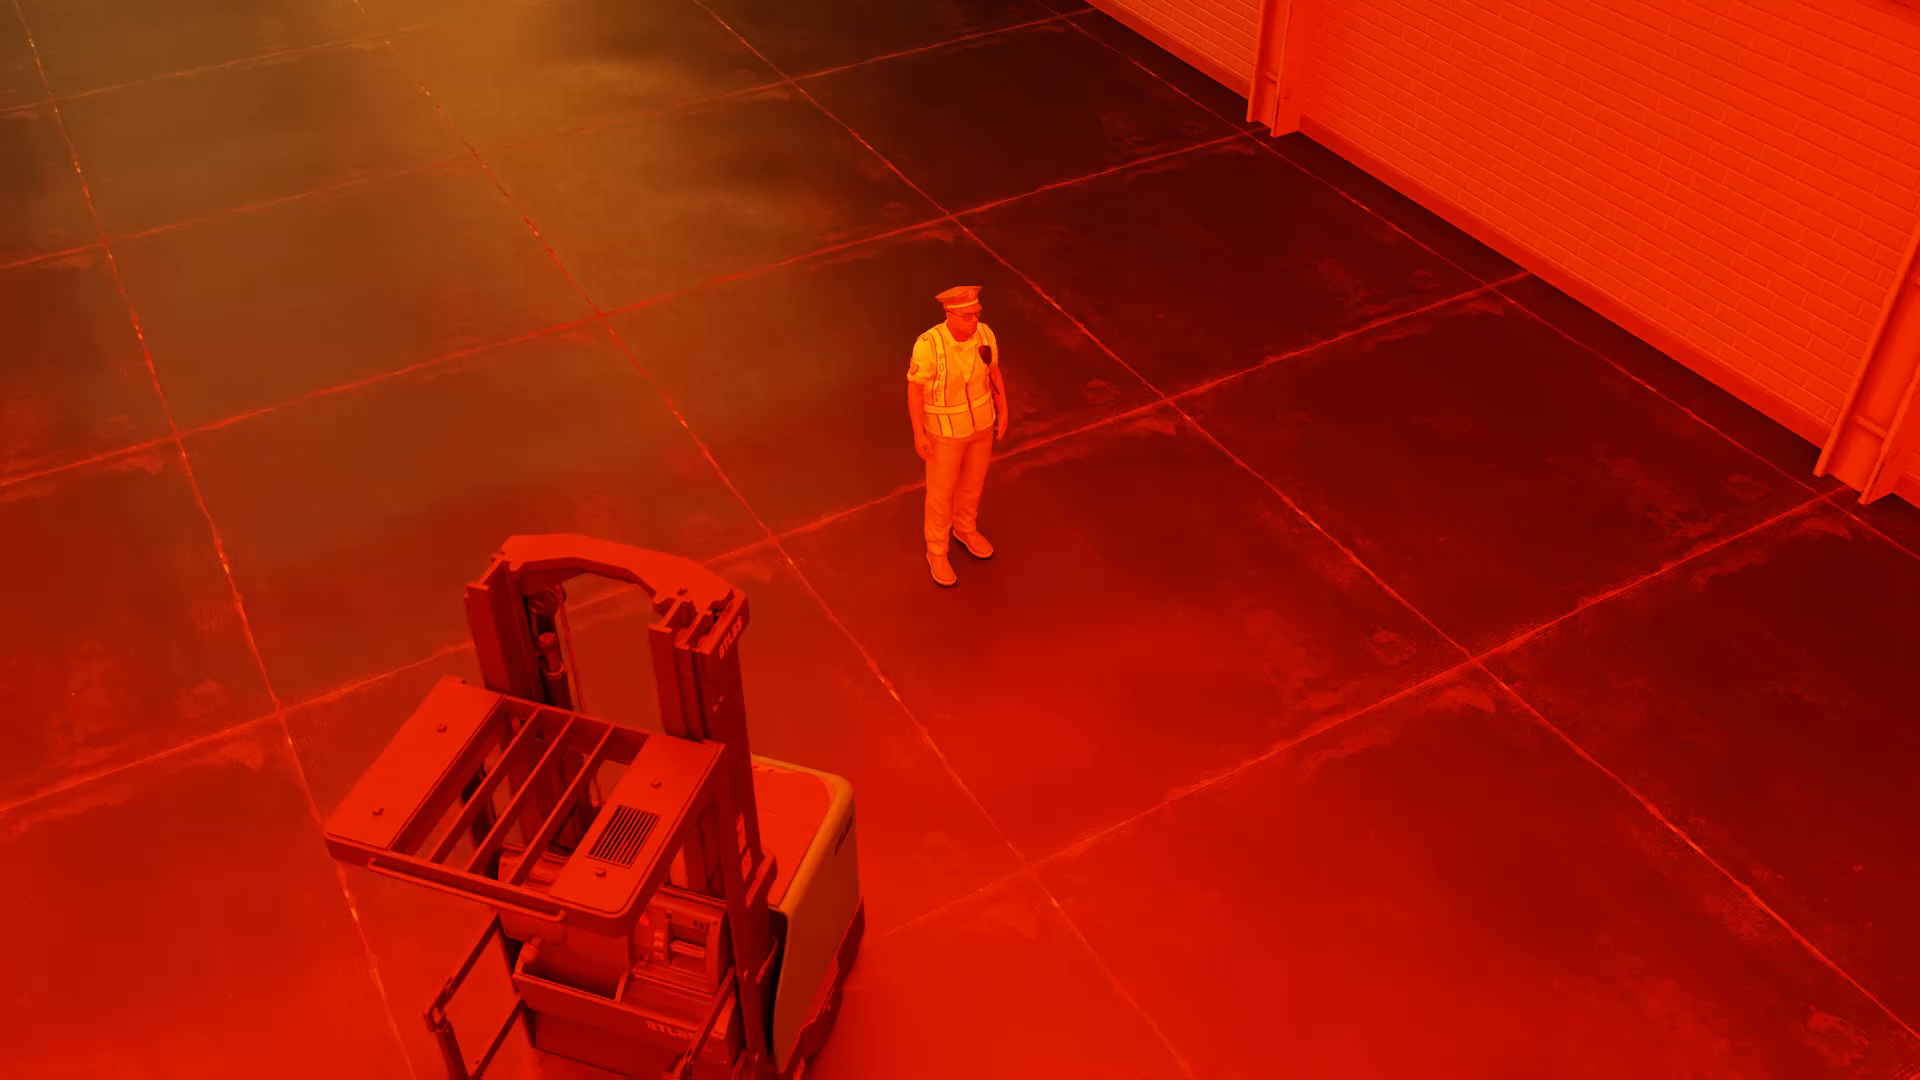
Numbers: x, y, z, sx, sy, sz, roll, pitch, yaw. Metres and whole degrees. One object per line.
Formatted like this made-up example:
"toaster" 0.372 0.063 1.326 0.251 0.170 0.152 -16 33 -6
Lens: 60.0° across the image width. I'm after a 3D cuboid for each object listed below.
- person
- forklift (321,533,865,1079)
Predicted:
"person" 0.029 -0.645 9.702 0.641 1.780 0.574 -20 44 -23
"forklift" -1.398 1.556 6.160 1.130 2.935 3.031 12 41 14
